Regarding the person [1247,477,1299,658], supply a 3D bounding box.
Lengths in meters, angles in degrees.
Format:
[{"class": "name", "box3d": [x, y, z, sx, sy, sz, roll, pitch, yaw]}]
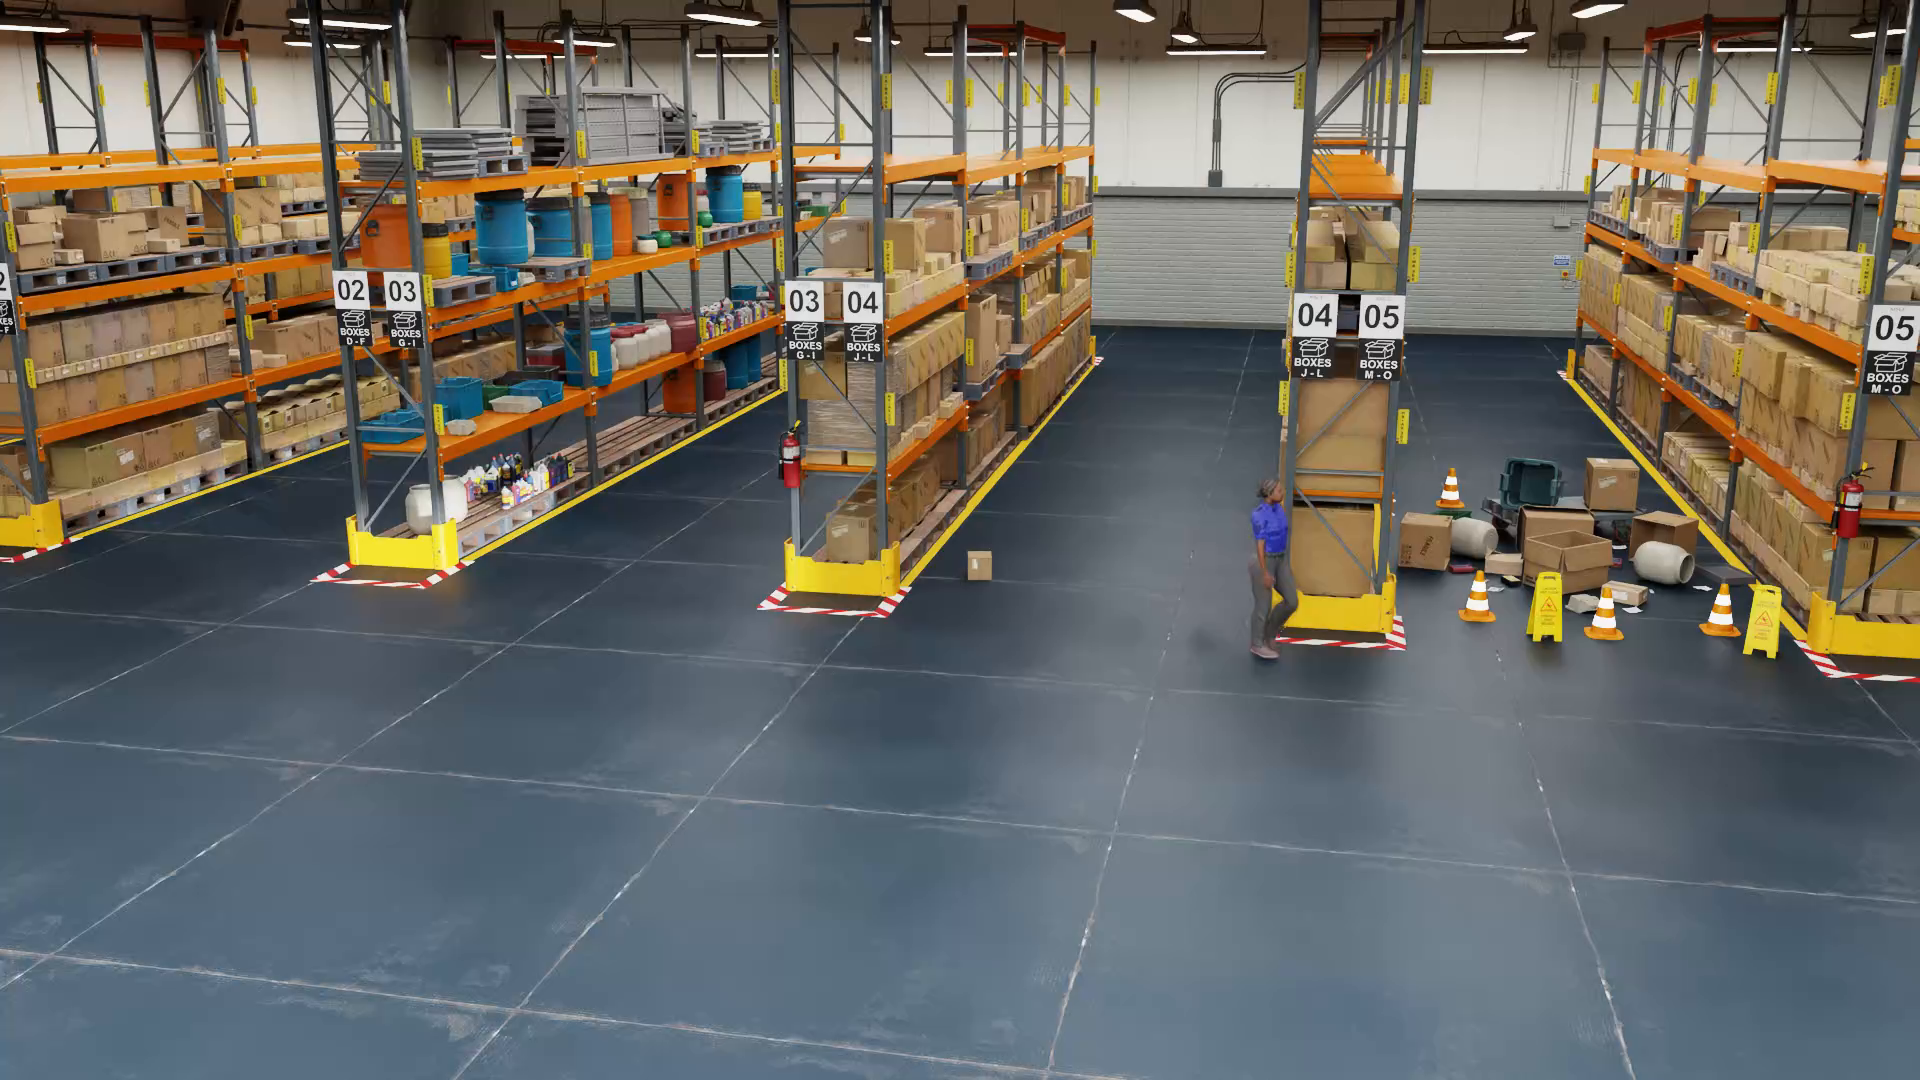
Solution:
[{"class": "person", "box3d": [2.821, 0.271, 14.955, 0.454, 1.691, 0.399, -13, 20, -41]}]
